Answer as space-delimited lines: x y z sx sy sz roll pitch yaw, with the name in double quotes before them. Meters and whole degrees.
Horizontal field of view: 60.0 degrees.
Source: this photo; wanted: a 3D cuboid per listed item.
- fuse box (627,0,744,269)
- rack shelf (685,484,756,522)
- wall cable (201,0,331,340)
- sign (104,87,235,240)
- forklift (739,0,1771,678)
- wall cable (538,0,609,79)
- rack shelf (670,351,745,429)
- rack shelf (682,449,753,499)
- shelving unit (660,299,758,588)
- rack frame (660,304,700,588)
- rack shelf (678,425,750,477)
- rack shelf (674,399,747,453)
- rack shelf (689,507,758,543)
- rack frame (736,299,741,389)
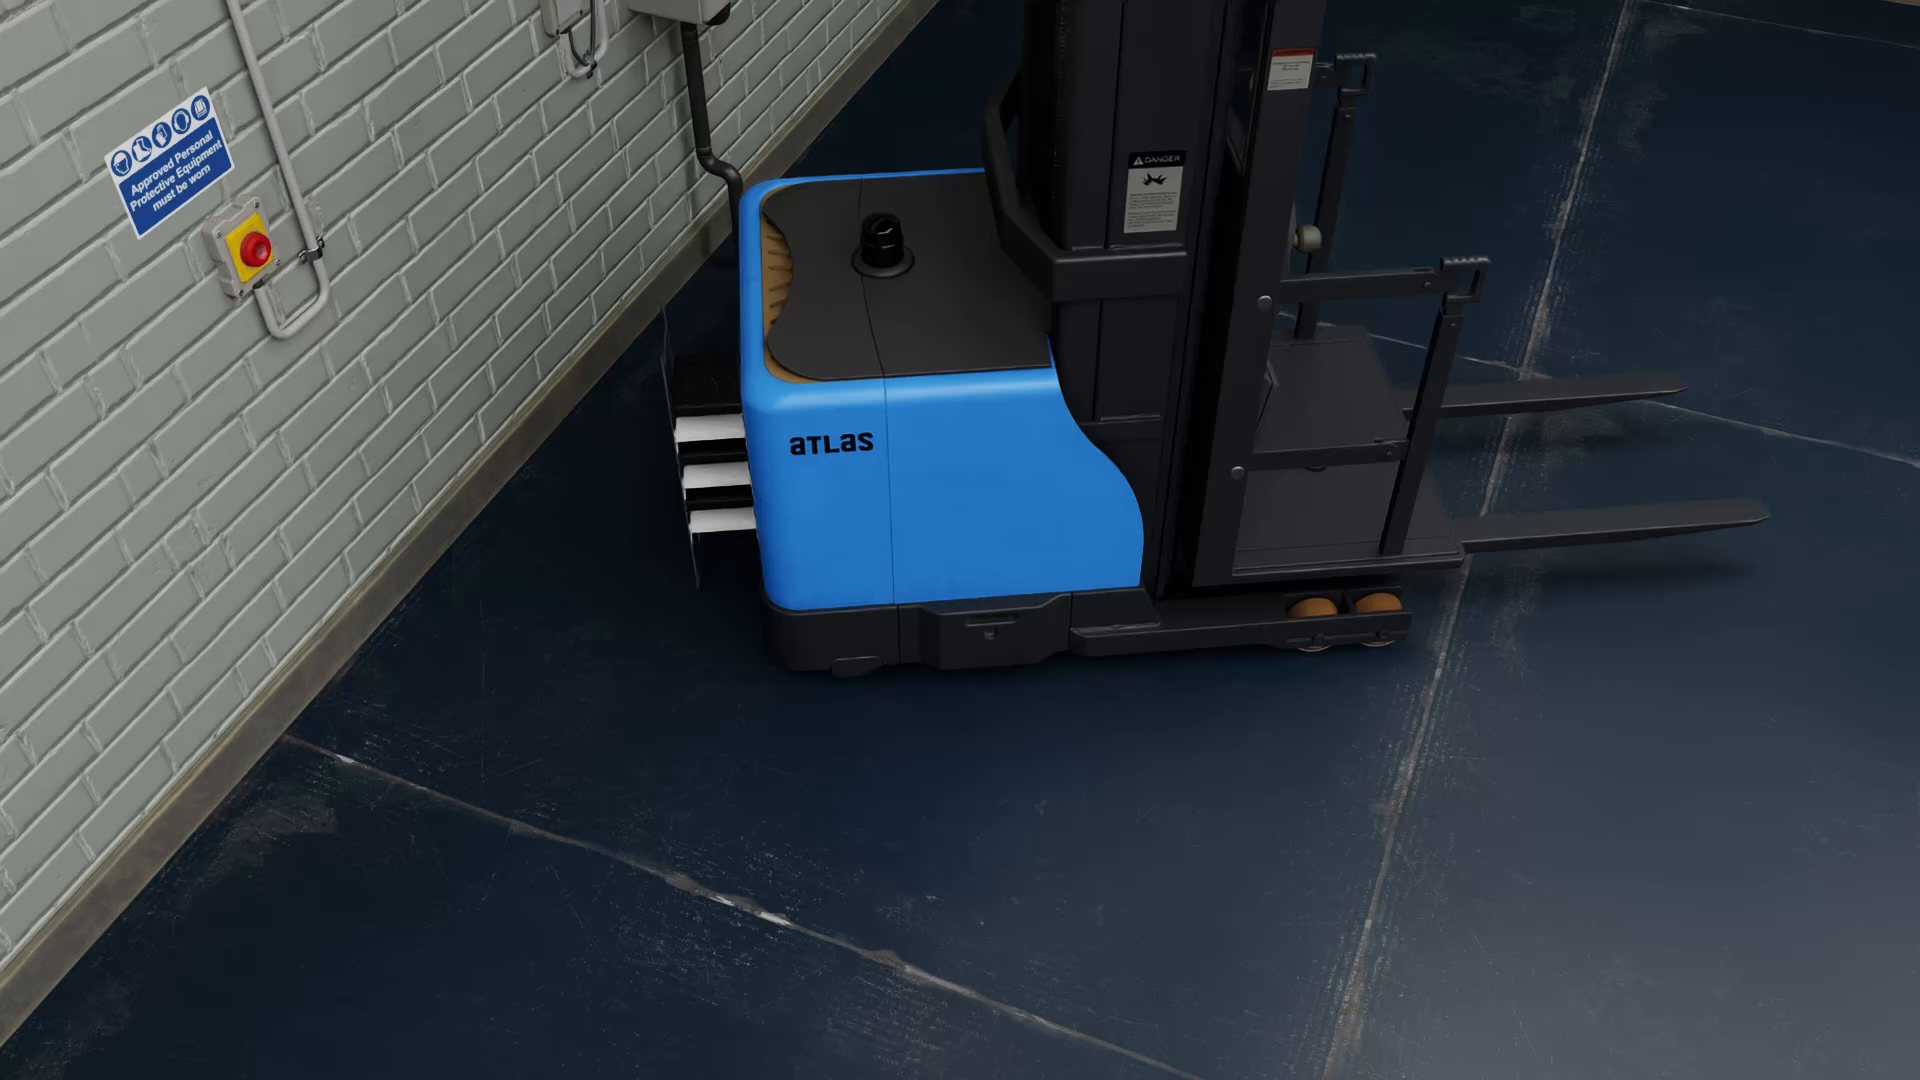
"fuse box" -0.781 -1.652 5.697 0.414 1.711 0.539 16 47 16
"rack shelf" -0.713 -0.175 4.963 0.200 0.077 0.258 -4 45 -4
"wall cable" -1.724 -1.152 3.539 0.123 1.953 0.585 16 47 16
"sign" -1.799 -0.862 3.798 0.001 0.218 0.327 16 47 16
"forklift" 0.904 -1.079 4.256 3.031 2.935 1.130 -4 45 -4
"wall cable" -1.189 -2.068 4.481 0.122 1.984 0.588 16 47 16
"rack shelf" -0.713 -0.430 4.709 0.200 0.077 0.258 -4 45 -4
"rack shelf" -0.713 -0.239 4.899 0.200 0.077 0.258 -4 45 -4
"shelving unit" -0.713 -0.262 4.876 0.210 0.900 0.258 -4 45 -4
"rack frame" -0.815 -0.255 4.868 0.006 0.900 0.240 -4 45 -4
"rack shelf" -0.713 -0.302 4.836 0.200 0.077 0.258 -4 45 -4
"rack shelf" -0.713 -0.366 4.772 0.200 0.077 0.258 -4 45 -4
"rack shelf" -0.713 -0.111 5.026 0.200 0.077 0.258 -4 45 -4
"rack frame" -0.612 -0.270 4.883 0.006 0.900 0.240 -4 45 -4
